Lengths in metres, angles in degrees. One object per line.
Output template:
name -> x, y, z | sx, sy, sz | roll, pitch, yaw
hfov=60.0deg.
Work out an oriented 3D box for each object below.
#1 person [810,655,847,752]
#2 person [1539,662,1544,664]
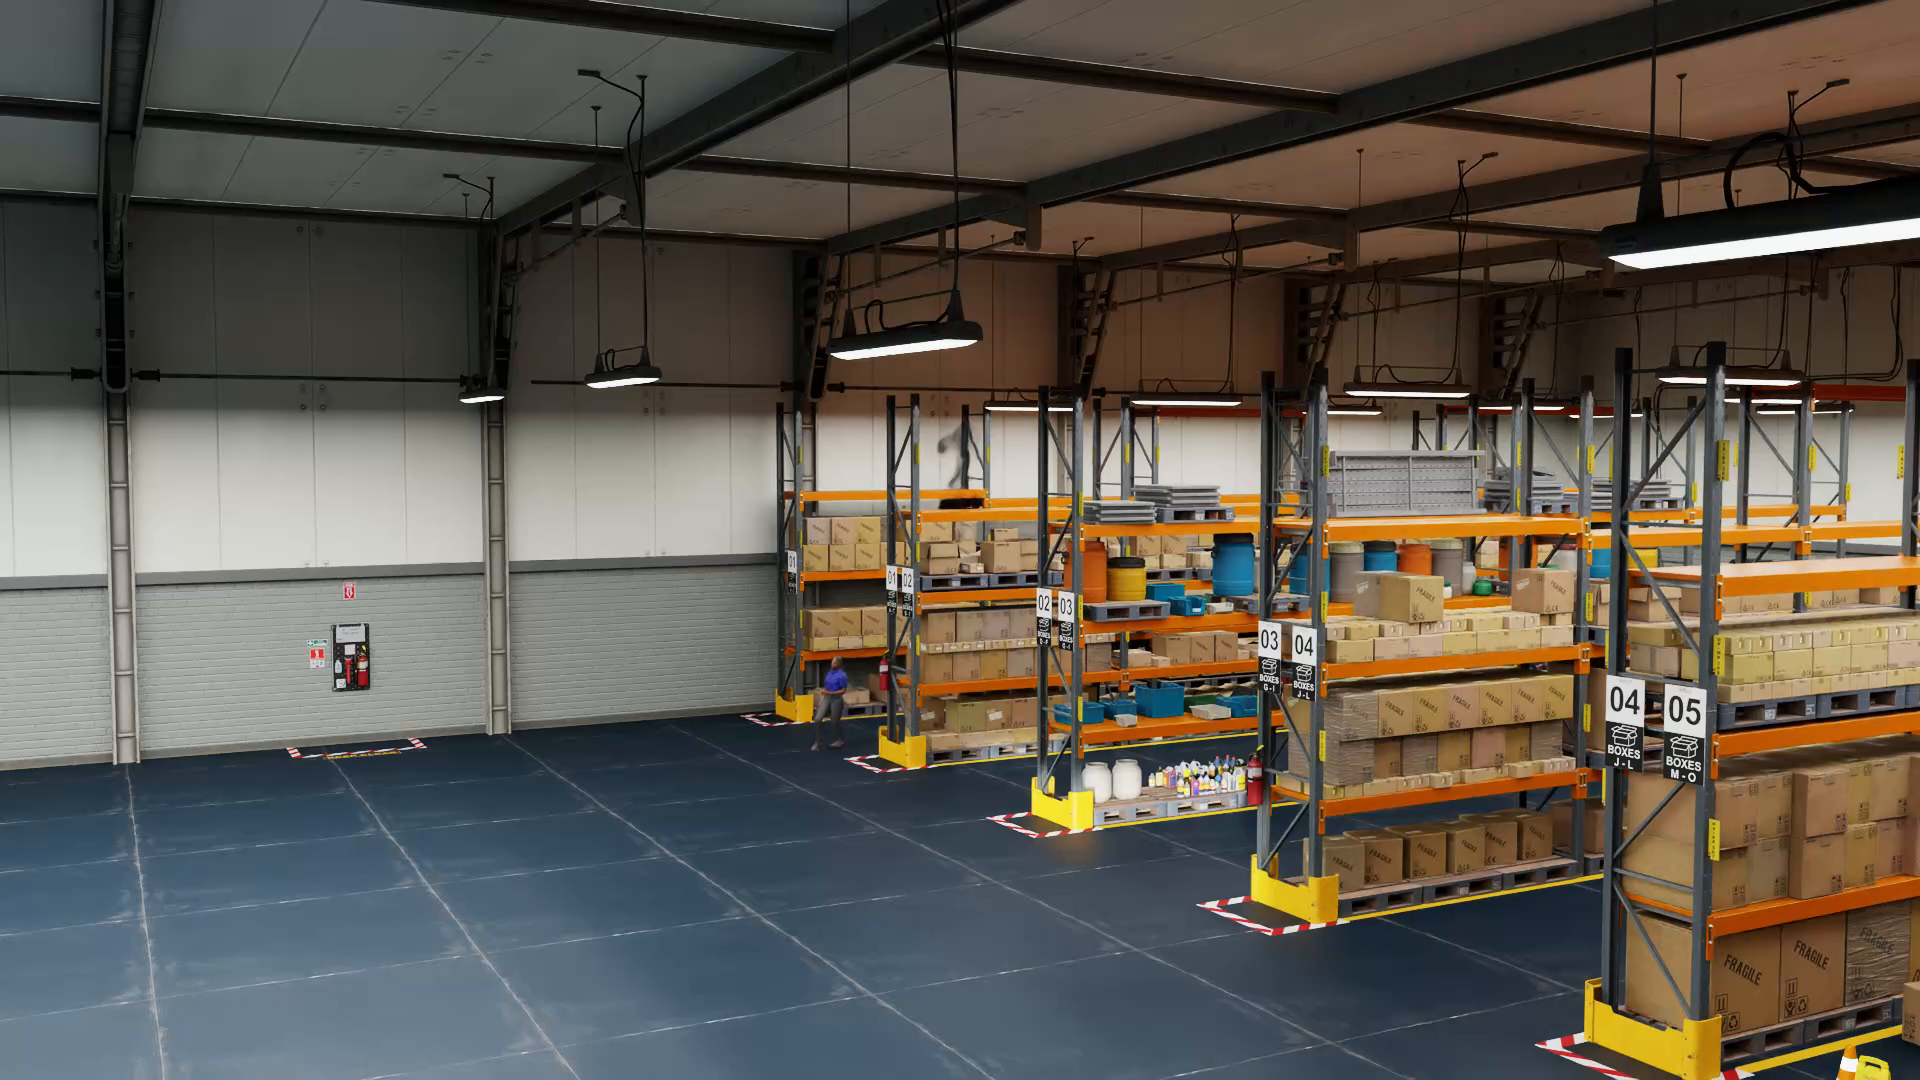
person -> -2.118, 2.764, 28.148 | 0.590, 1.646, 0.689 | 3, 4, 38
person -> 10.550, 2.634, 29.443 | 1.024, 1.787, 0.659 | -1, 3, -23
